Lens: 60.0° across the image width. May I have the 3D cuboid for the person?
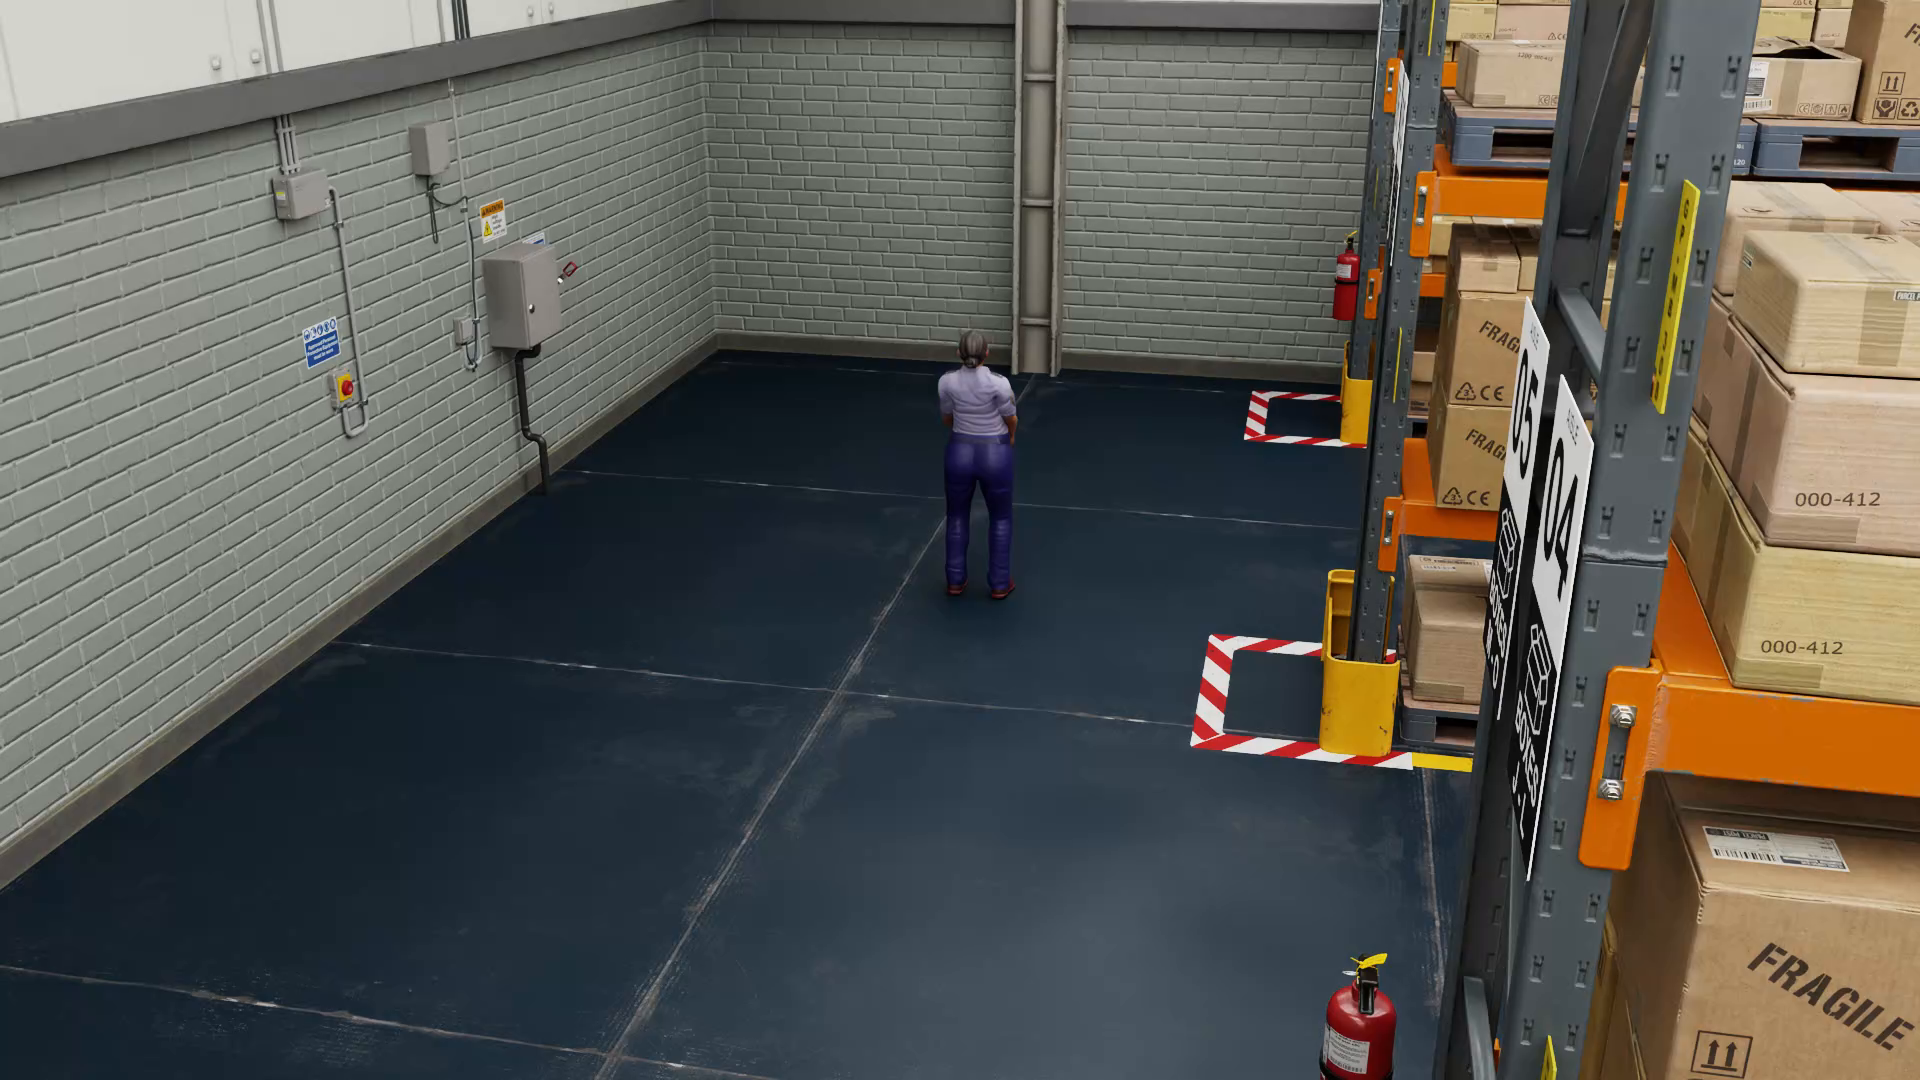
[{"bbox_3d":[0.118,-0.477,9.821,0.452,1.634,0.516,5,22,11],"label":"person"}]
